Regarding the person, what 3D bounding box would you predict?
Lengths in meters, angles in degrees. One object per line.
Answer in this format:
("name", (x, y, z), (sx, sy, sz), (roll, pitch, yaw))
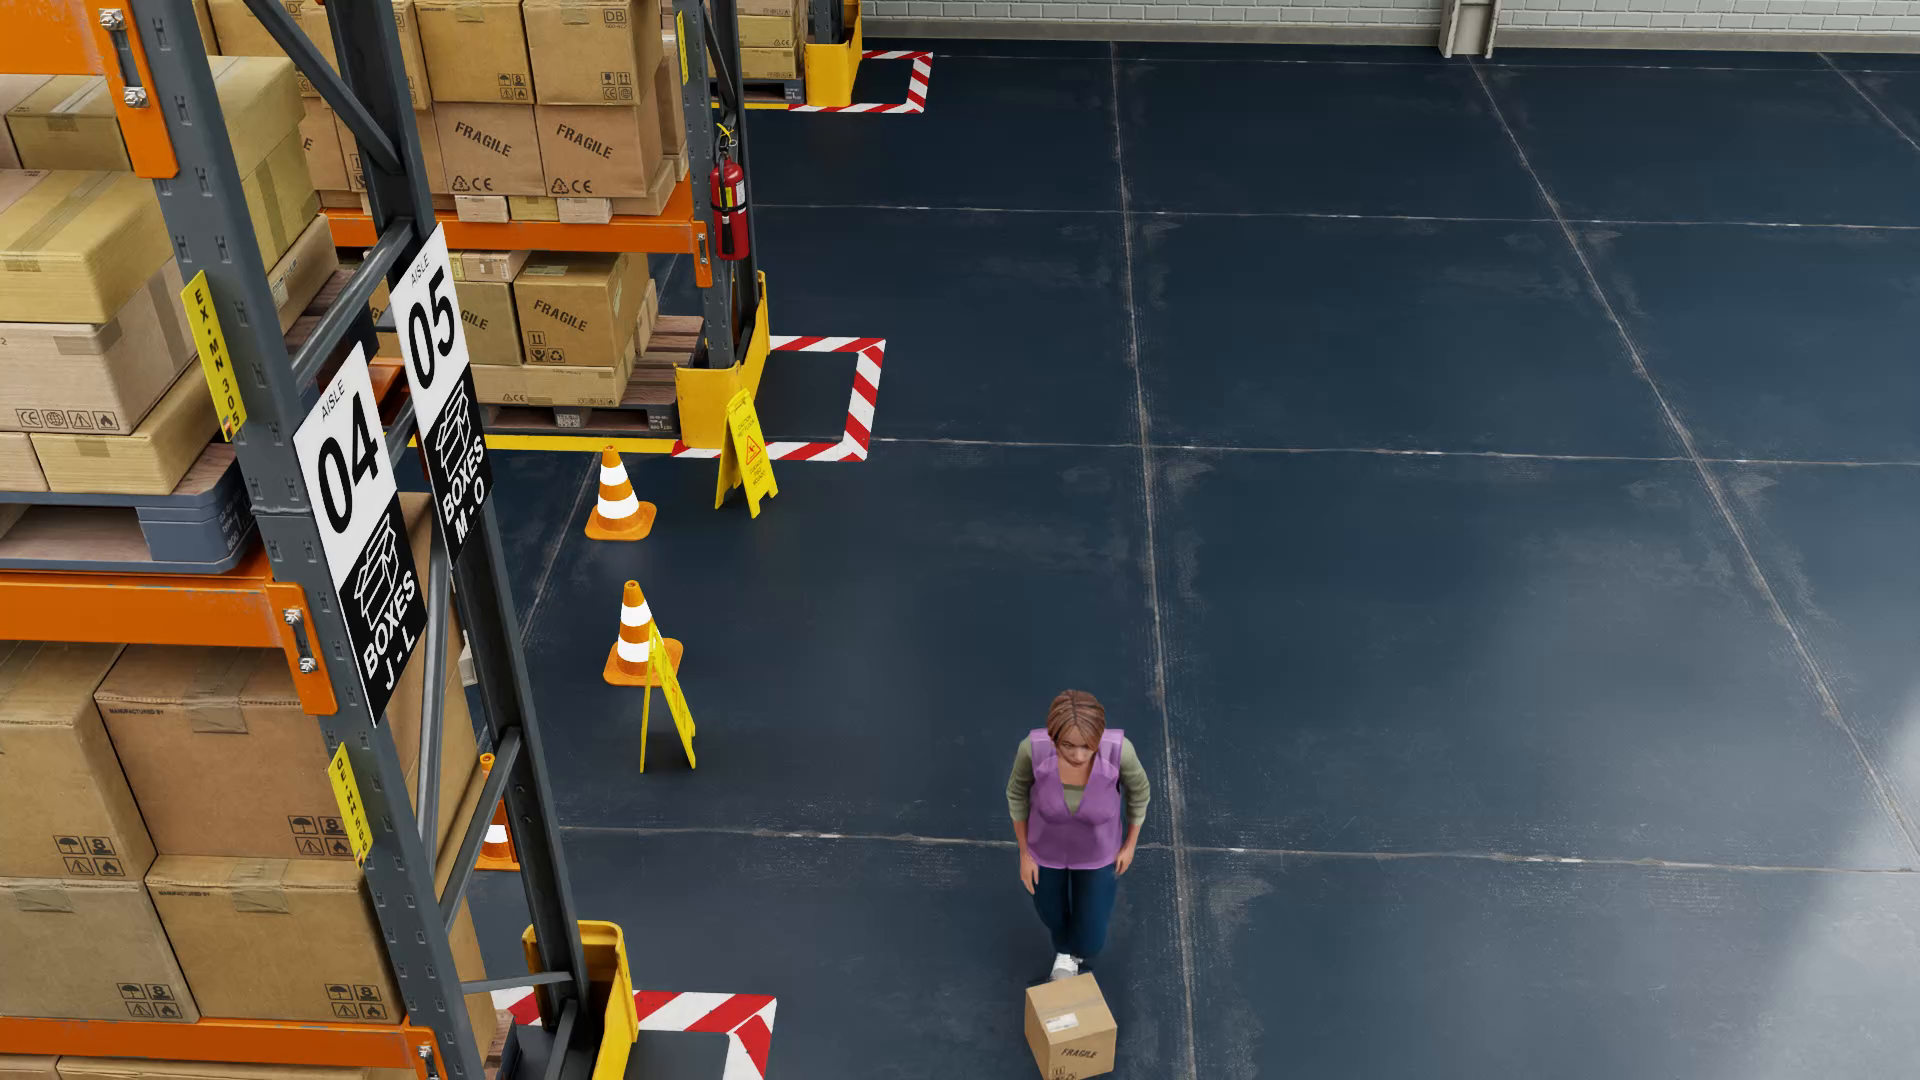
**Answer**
("person", (0.397, 1.041, 5.722), (0.484, 1.557, 0.481), (5, 36, 7))
